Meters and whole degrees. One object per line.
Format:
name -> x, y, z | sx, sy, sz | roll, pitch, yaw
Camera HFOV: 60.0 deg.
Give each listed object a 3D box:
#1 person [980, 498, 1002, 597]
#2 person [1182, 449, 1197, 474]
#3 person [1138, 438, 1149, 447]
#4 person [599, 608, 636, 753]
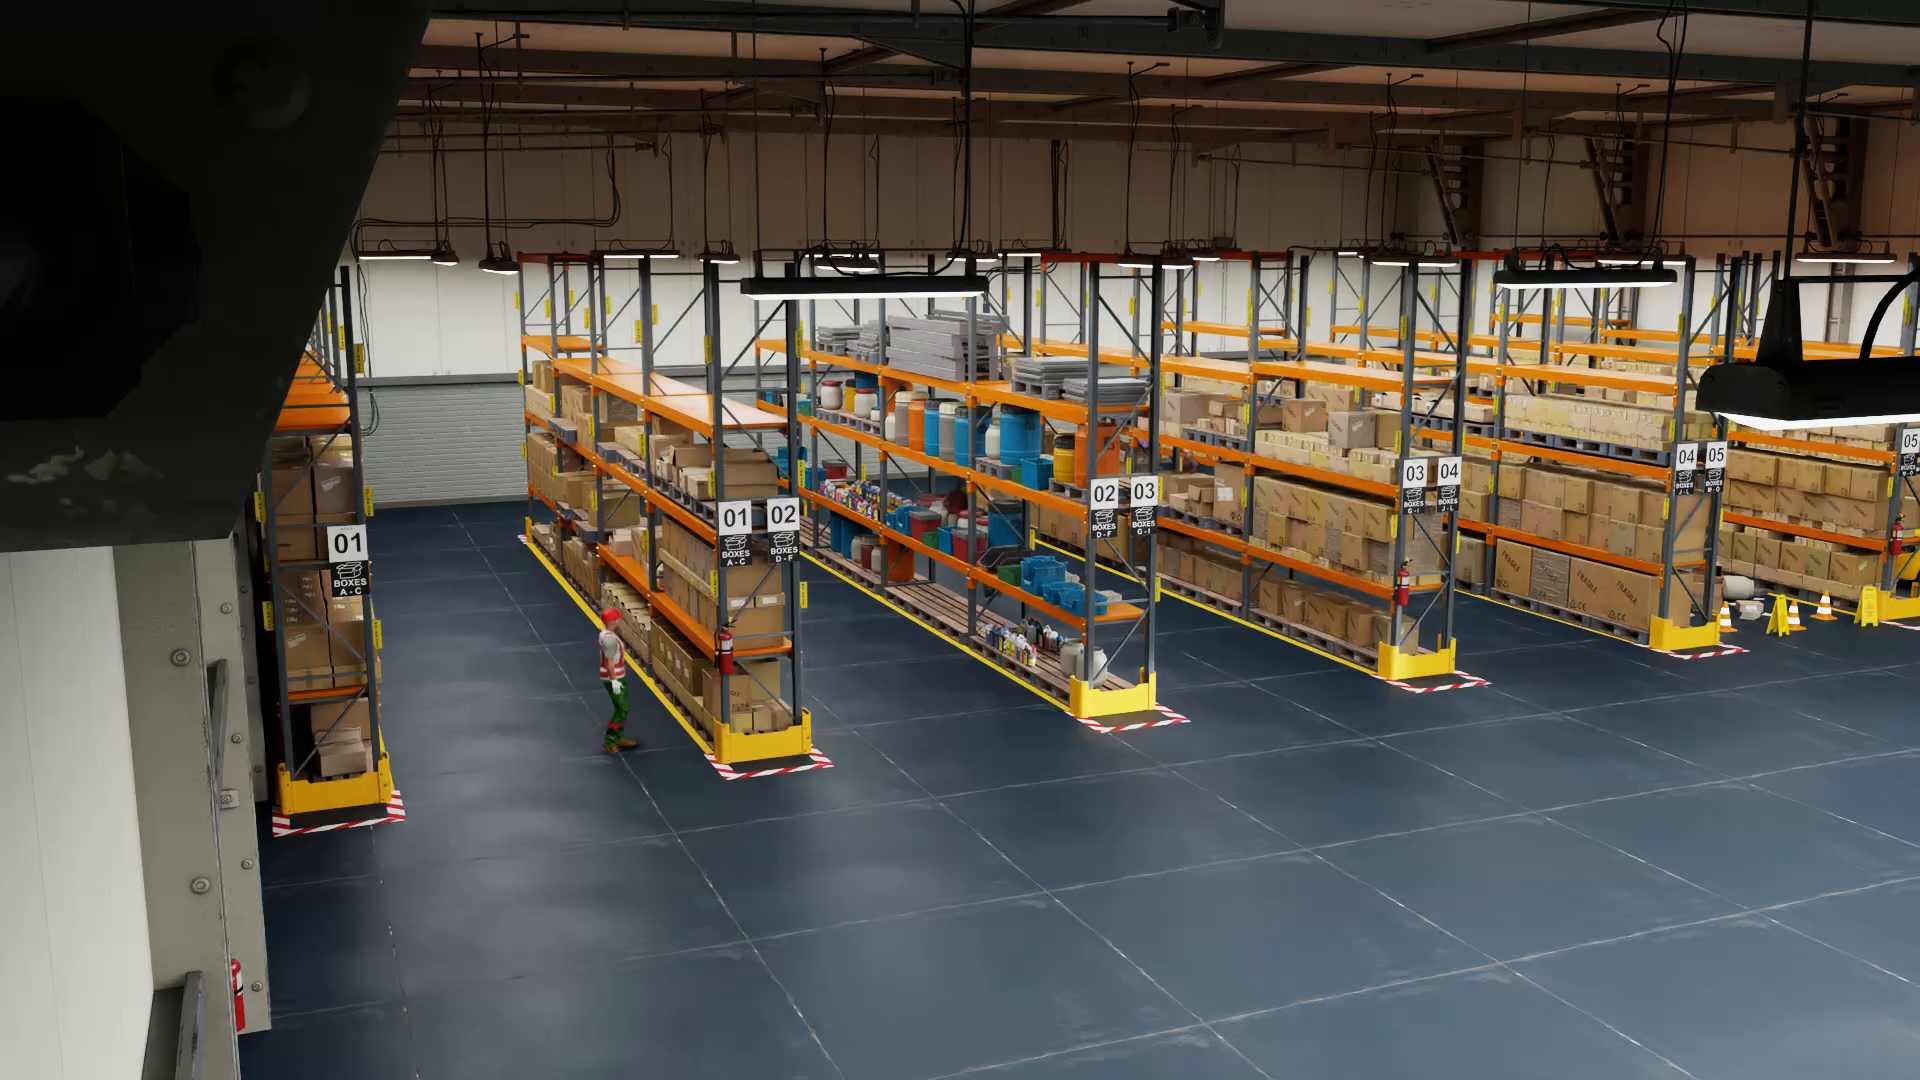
person -> 0.560, 0.114, 28.923 | 0.430, 1.726, 0.576 | 5, 11, 24
person -> 4.920, -1.141, 36.284 | 0.428, 1.791, 0.604 | -3, 11, -18
person -> 4.853, -2.396, 43.659 | 0.572, 1.581, 0.422 | -7, 12, -32
person -> -4.290, 1.753, 20.760 | 0.435, 1.853, 0.601 | -1, 10, -3
